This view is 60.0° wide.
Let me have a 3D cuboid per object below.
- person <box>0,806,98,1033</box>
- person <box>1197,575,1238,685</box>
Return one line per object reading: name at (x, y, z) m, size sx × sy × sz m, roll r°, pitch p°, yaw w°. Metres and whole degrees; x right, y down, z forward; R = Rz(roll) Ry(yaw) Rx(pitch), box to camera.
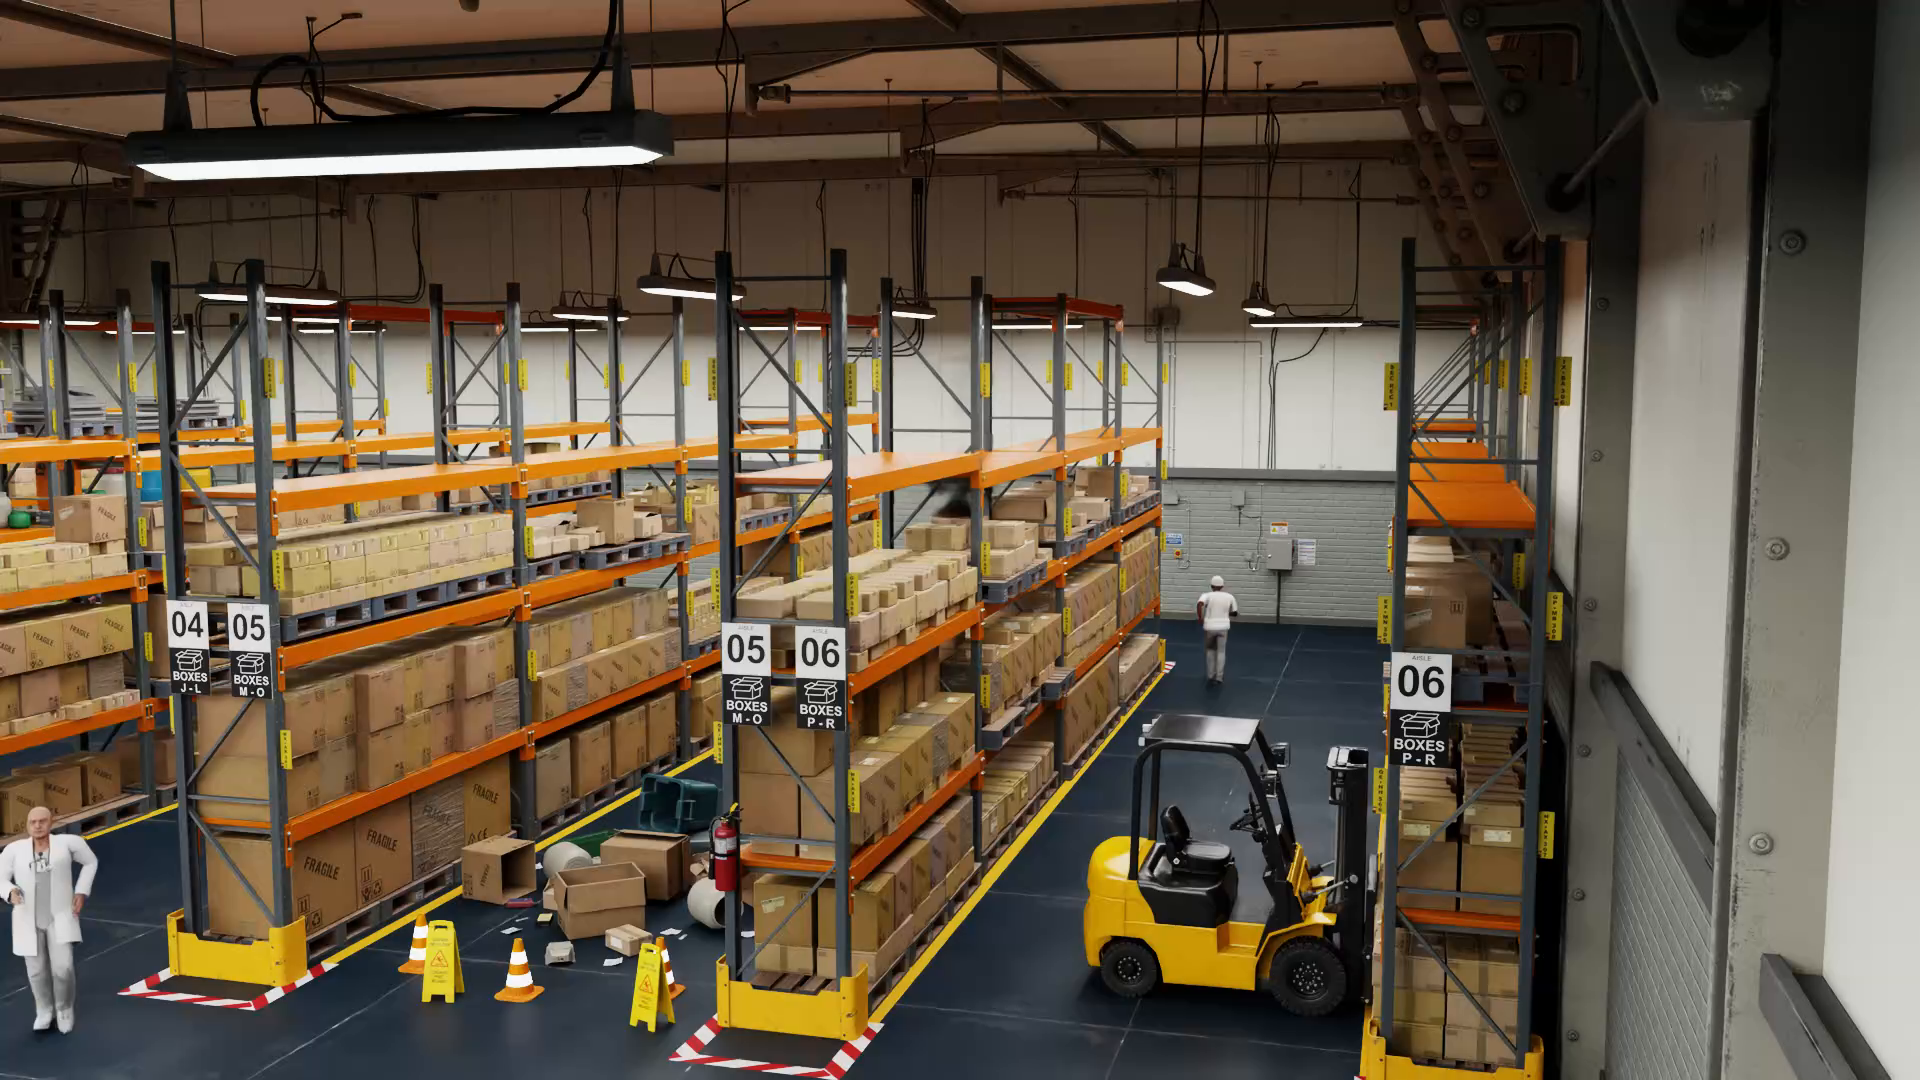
person at (-7.031, 2.949, 12.789) m, size 0.715 × 1.803 × 0.663 m, roll -2°, pitch 7°, yaw -22°
person at (4.112, 1.499, 26.544) m, size 0.660 × 1.846 × 0.860 m, roll 0°, pitch 6°, yaw 5°
